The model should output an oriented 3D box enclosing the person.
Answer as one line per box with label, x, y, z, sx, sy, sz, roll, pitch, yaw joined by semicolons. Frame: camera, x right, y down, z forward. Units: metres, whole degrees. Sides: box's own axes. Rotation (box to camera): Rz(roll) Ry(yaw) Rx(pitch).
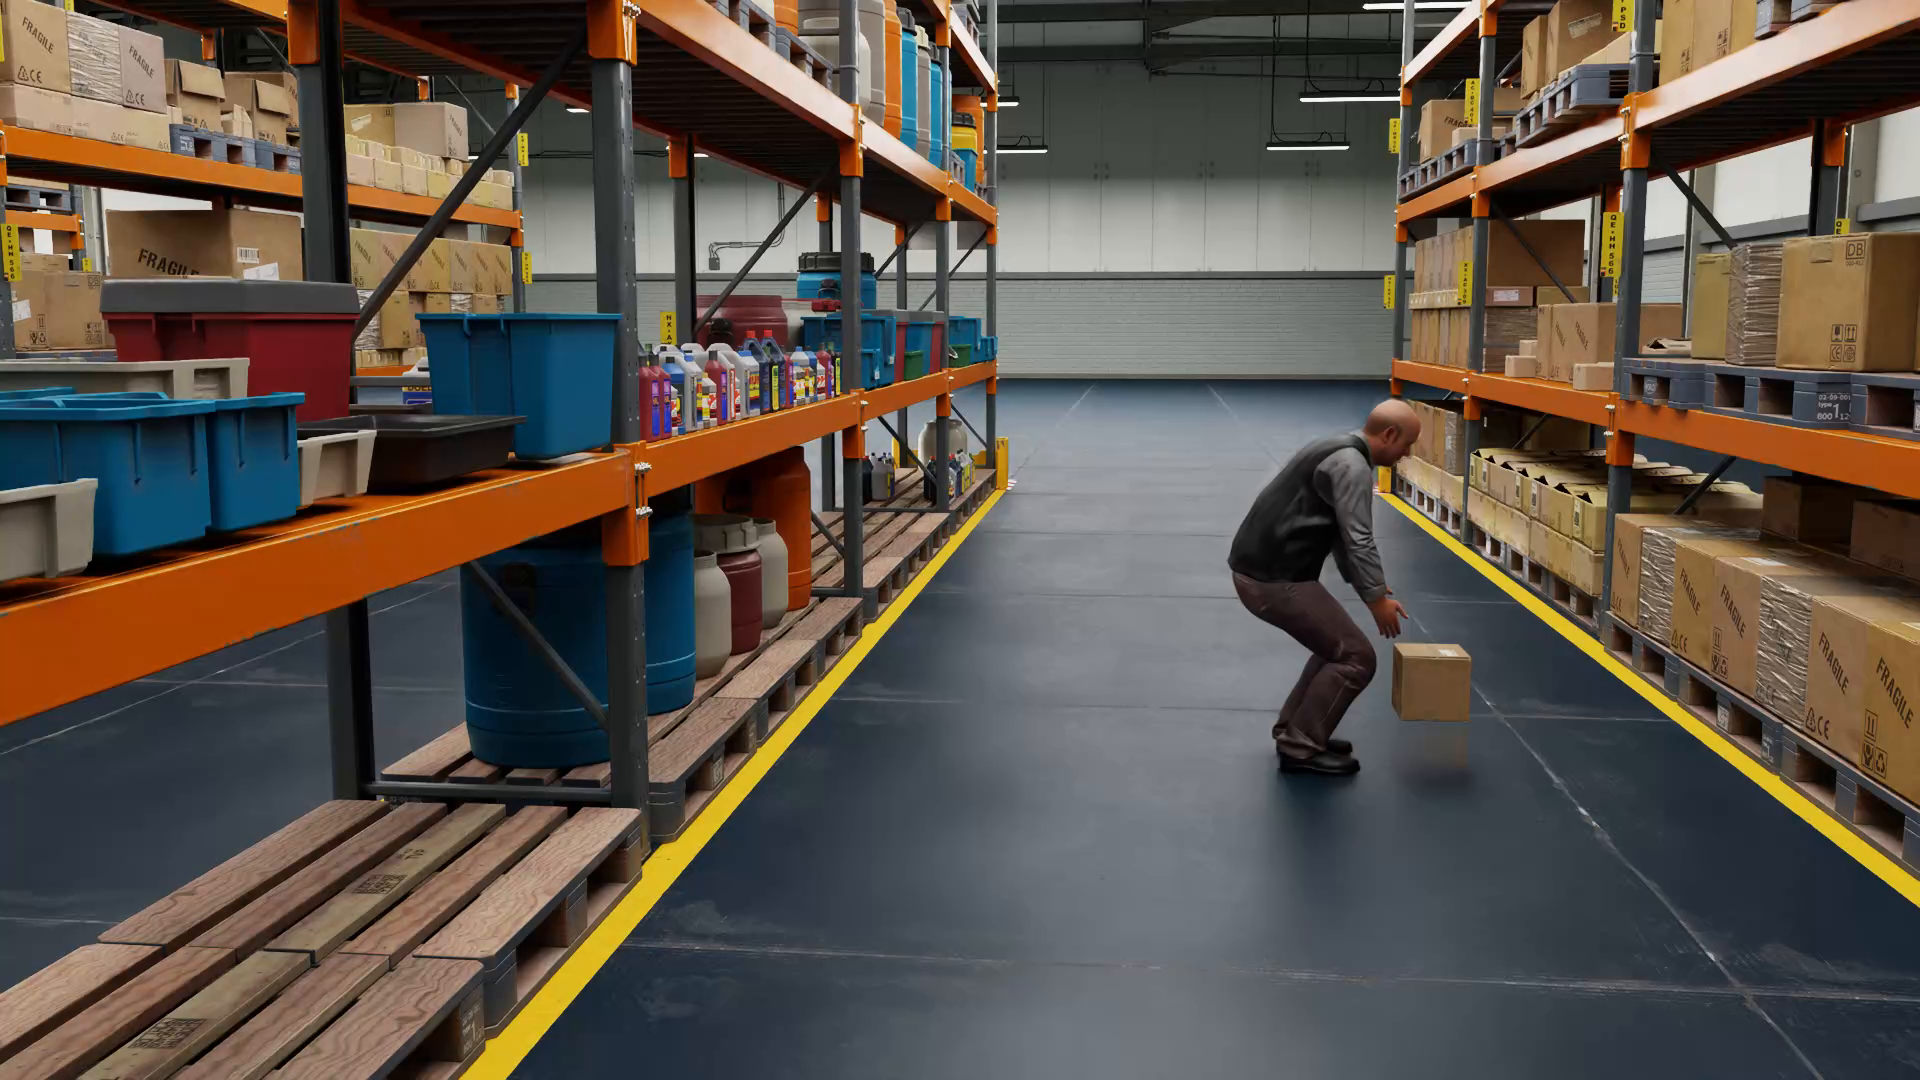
person;1.384;0.163;6.384;0.708;1.405;0.592;1;8;6
